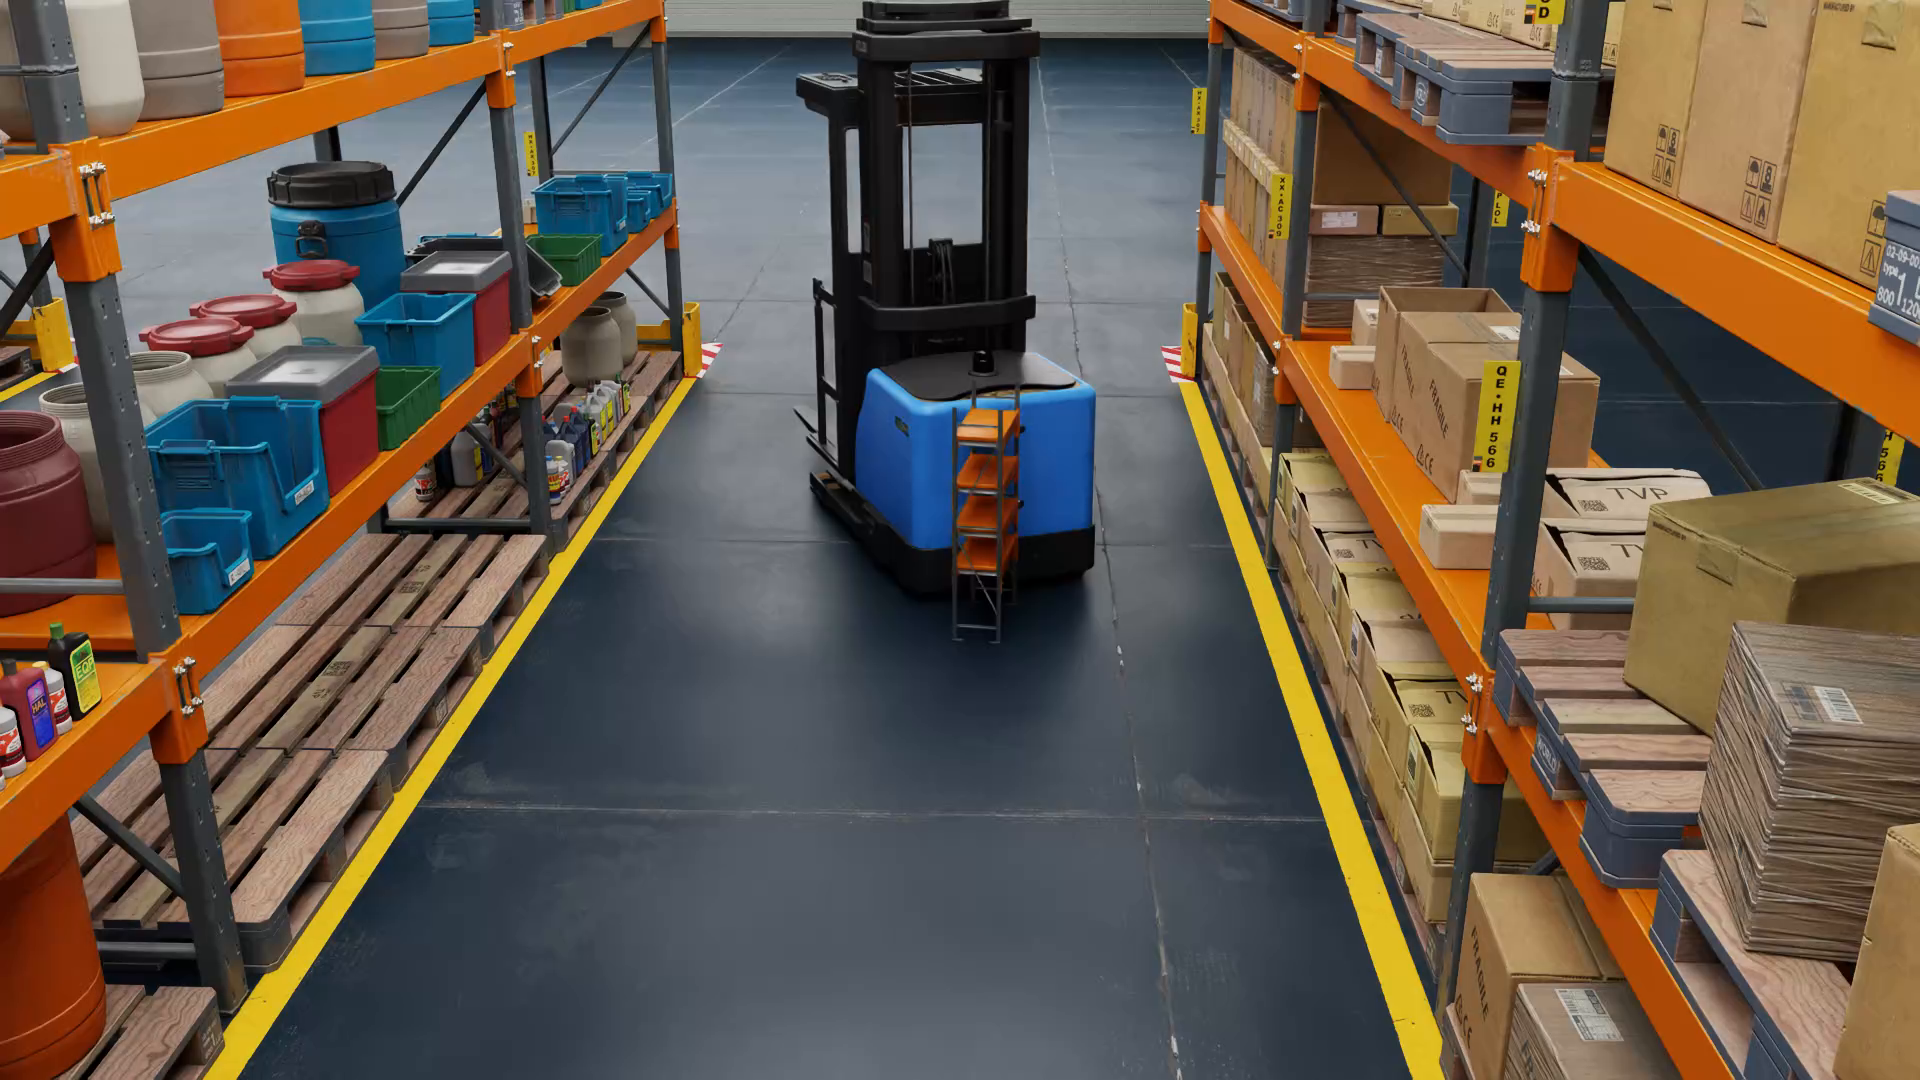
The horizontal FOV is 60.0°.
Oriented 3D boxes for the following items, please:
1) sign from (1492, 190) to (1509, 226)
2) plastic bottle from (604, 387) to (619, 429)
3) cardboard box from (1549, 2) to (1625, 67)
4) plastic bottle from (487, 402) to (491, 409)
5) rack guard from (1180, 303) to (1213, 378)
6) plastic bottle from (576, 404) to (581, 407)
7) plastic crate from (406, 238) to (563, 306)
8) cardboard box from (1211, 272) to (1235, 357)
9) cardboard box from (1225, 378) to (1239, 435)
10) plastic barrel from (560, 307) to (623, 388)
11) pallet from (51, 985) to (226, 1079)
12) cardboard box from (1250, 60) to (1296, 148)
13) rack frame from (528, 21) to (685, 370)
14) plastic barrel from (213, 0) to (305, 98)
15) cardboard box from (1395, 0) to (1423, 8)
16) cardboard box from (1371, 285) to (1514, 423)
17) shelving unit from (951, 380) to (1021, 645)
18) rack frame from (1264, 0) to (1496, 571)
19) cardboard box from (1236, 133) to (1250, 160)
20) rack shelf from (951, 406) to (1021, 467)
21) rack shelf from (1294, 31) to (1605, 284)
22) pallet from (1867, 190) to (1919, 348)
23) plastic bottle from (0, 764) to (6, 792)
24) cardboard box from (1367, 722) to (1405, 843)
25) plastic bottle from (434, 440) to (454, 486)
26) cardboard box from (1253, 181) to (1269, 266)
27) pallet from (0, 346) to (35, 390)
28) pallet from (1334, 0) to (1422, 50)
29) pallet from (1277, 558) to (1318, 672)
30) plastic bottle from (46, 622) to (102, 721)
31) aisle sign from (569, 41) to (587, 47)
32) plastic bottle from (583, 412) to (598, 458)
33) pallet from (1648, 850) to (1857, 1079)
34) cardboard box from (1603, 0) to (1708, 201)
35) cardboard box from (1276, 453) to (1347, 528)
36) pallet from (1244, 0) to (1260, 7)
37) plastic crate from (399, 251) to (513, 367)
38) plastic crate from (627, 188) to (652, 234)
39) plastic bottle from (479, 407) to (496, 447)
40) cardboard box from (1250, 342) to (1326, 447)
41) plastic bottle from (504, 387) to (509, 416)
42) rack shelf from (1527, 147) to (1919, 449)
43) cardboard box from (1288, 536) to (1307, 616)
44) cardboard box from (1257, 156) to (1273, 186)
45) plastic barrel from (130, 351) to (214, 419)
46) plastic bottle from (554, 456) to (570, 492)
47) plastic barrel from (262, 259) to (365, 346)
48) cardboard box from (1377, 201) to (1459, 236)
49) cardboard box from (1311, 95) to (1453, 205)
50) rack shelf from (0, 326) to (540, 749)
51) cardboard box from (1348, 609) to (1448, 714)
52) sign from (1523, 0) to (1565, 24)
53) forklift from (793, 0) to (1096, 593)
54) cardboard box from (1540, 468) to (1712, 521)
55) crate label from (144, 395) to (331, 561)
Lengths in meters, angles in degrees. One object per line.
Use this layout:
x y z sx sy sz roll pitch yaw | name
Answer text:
2.724 -1.746 8.390 0.100 0.325 0.005 1 21 2 | sign
-2.305 -0.873 10.789 0.152 0.276 0.135 0 21 0 | plastic bottle
2.017 -1.488 4.698 0.500 0.250 0.500 -1 21 -2 | cardboard box
-3.034 -0.795 10.595 0.097 0.271 0.097 0 21 0 | plastic bottle
2.304 -1.535 12.794 1.175 0.500 0.348 1 21 2 | rack guard
-2.428 -0.764 10.611 0.097 0.201 0.097 0 21 0 | plastic bottle
-2.626 -1.460 9.231 0.767 0.338 0.504 1 21 2 | plastic crate
2.051 -1.583 11.646 0.500 0.500 0.500 1 21 2 | cardboard box
2.017 -0.872 10.850 0.500 0.250 0.500 1 21 2 | cardboard box
-2.607 -1.363 11.755 0.421 0.512 0.421 0 21 0 | plastic barrel
-2.873 1.731 4.777 1.003 0.211 1.213 1 21 2 | pallet
2.250 -2.783 10.623 0.700 0.500 0.500 1 21 2 | cardboard box
-2.648 -2.748 12.463 1.000 3.000 0.127 1 21 2 | rack frame
-2.629 -1.985 5.757 0.600 0.830 0.708 1 21 2 | plastic barrel
2.139 -2.348 6.915 0.500 0.250 0.500 -1 21 -4 | cardboard box
2.126 -0.824 7.368 0.500 0.500 0.500 2 21 6 | cardboard box
0.129 -0.141 8.234 0.258 1.200 0.503 4 22 10 | shelving unit
2.182 -1.245 8.592 1.000 3.000 0.127 1 21 2 | rack frame
2.052 -2.624 11.111 0.380 0.149 0.250 0 21 1 | cardboard box
0.129 -0.507 8.092 0.258 0.148 0.480 4 22 10 | rack shelf
2.121 -1.585 6.316 1.077 0.370 4.000 1 21 2 | rack shelf
2.057 -0.274 2.201 1.213 0.211 1.003 1 21 2 | pallet
-2.509 0.549 4.243 0.097 0.201 0.097 0 21 0 | plastic bottle
1.844 0.908 6.264 0.500 0.250 0.500 0 21 1 | cardboard box
-3.038 -0.507 9.744 0.144 0.351 0.185 0 21 0 | plastic bottle
2.232 -2.010 10.424 0.700 0.500 0.500 1 21 3 | cardboard box
-7.661 -1.181 12.281 1.003 0.211 1.213 1 21 2 | pallet
2.168 -2.236 7.262 0.805 0.209 1.217 0 21 -1 | pallet
2.198 0.321 8.409 1.003 0.211 1.213 1 21 2 | pallet
-2.477 0.350 4.641 0.061 0.283 0.133 1 21 2 | plastic bottle
-2.938 -3.989 12.068 0.394 0.787 0.004 1 21 2 | aisle sign
-2.278 -0.655 10.217 0.061 0.283 0.133 2 21 4 | plastic bottle
2.005 0.994 3.087 1.003 0.211 1.213 1 21 2 | pallet
2.080 -1.086 3.896 0.910 0.500 0.500 1 21 2 | cardboard box
1.920 -0.274 8.534 0.500 0.311 0.500 1 21 2 | cardboard box
2.221 -3.351 9.995 1.003 0.211 1.213 1 21 2 | pallet
-2.478 -1.153 8.264 0.402 0.464 0.583 1 21 2 | plastic crate
-2.389 -2.259 11.410 0.499 0.251 0.408 1 21 2 | plastic crate
-2.919 -0.670 10.257 0.061 0.283 0.133 1 21 2 | plastic bottle
2.004 -0.860 9.782 0.500 0.500 0.500 1 21 2 | cardboard box
-3.040 -0.952 10.984 0.061 0.283 0.133 1 21 3 | plastic bottle
1.999 -0.139 2.588 1.077 0.370 4.000 1 21 2 | rack shelf
1.905 0.169 8.168 0.500 0.250 0.500 1 21 3 | cardboard box
2.021 -2.250 10.147 0.380 0.149 0.250 1 21 3 | cardboard box
-3.060 -0.434 6.345 0.421 0.512 0.421 0 21 0 | plastic barrel
-2.315 -0.386 9.637 0.097 0.201 0.097 0 21 0 | plastic bottle
-3.018 -1.021 7.826 0.433 0.535 0.433 0 21 0 | plastic barrel
2.383 -1.689 8.701 0.380 0.149 0.250 1 21 2 | cardboard box
2.189 -2.057 8.753 0.700 0.500 0.500 1 21 2 | cardboard box
-2.830 -0.243 7.002 1.077 0.370 4.000 1 21 2 | rack shelf
1.857 0.463 6.634 0.500 0.311 0.500 0 21 1 | cardboard box
1.505 -1.485 4.237 0.100 0.325 0.005 1 21 2 | sign
-0.273 -1.591 9.577 1.130 2.935 3.031 -8 23 -19 | forklift
2.281 -0.079 5.709 0.500 0.311 0.500 0 21 1 | cardboard box
-2.591 -0.228 5.920 0.502 0.435 0.616 1 21 2 | crate label
